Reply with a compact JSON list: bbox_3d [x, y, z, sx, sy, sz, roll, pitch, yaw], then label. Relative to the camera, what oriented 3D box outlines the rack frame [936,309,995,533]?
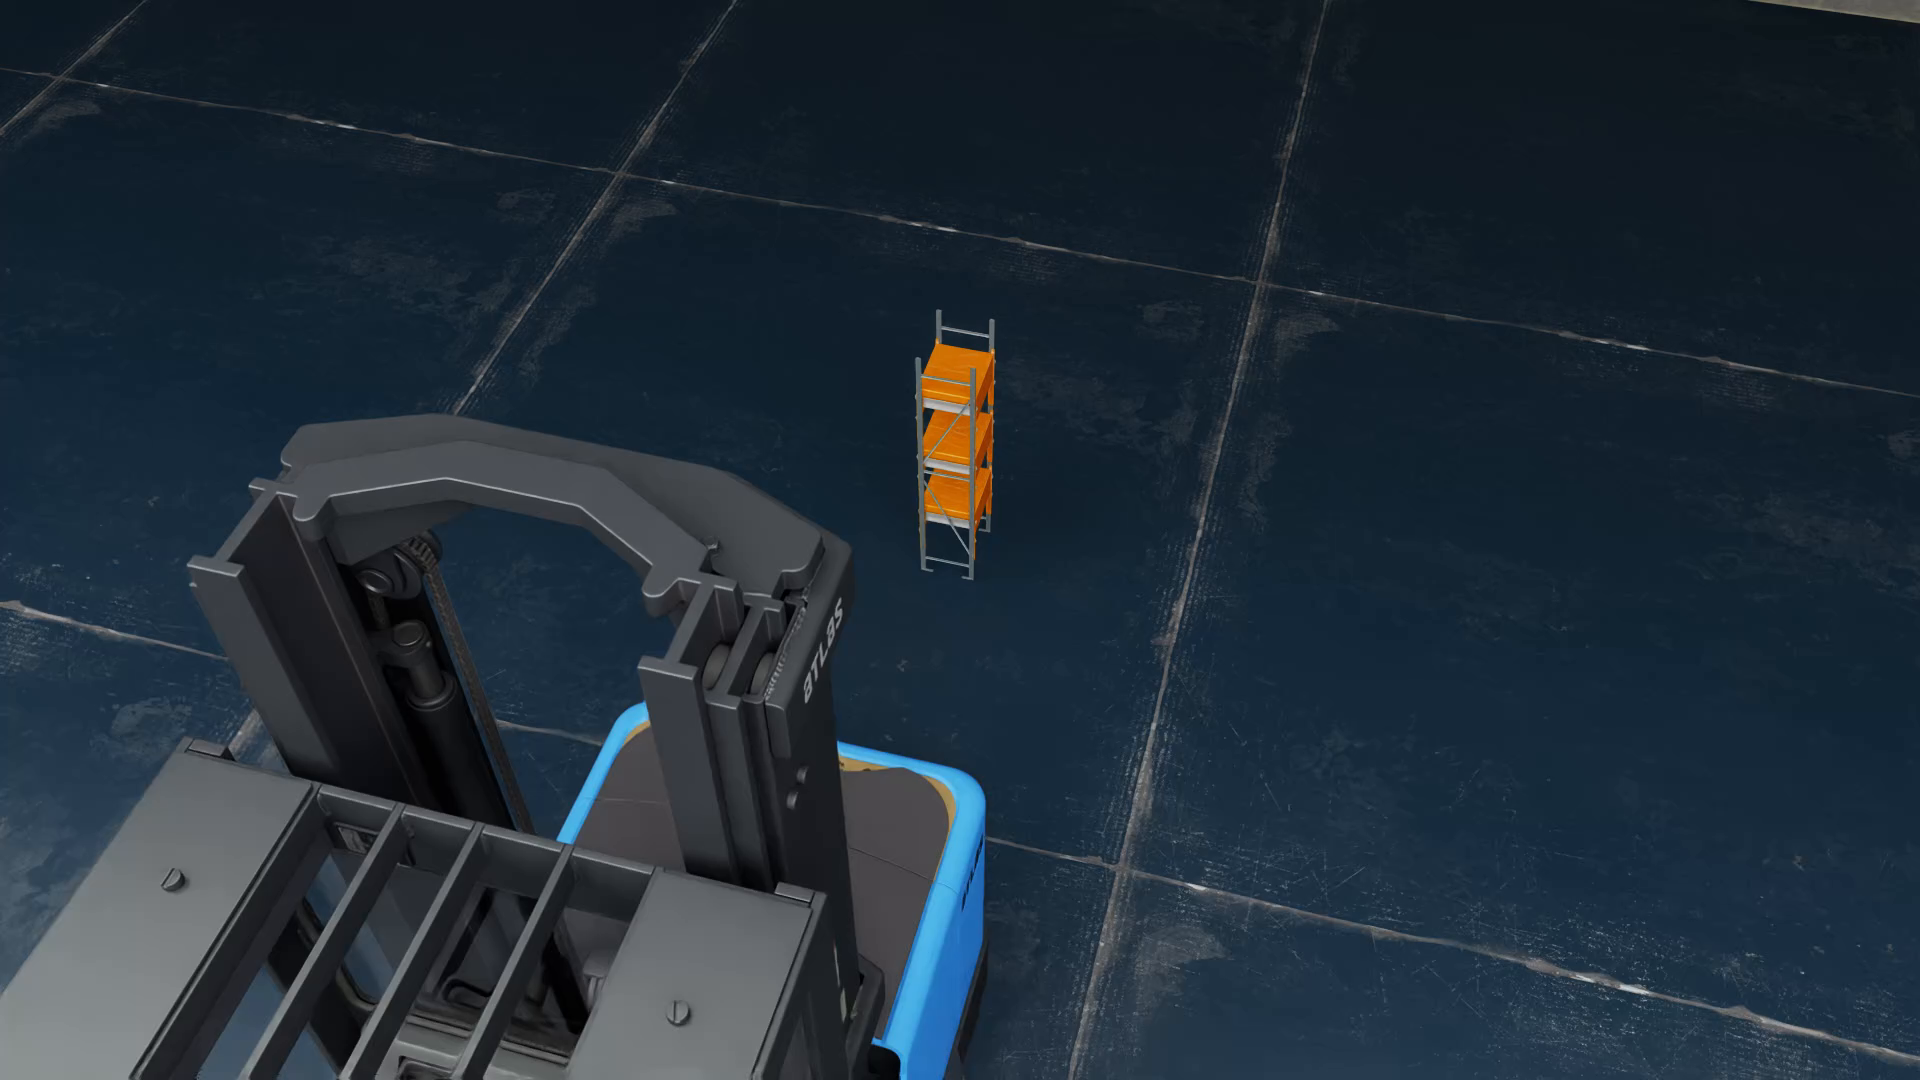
[{"bbox_3d":[0.018,-0.397,5.900,0.200,1.050,0.008,12,50,10],"label":"rack frame"}]

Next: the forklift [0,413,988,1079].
[{"bbox_3d":[-0.799,1.319,3.131,1.130,2.935,3.031,12,50,10],"label":"forklift"}]

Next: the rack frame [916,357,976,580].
[{"bbox_3d":[-0.046,-0.220,5.744,0.200,1.050,0.008,12,50,10],"label":"rack frame"}]

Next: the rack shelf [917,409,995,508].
[{"bbox_3d":[-0.014,-0.302,5.830,0.215,0.259,0.240,12,50,10],"label":"rack shelf"}]

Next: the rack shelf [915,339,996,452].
[{"bbox_3d":[-0.014,-0.489,5.617,0.215,0.259,0.240,12,50,10],"label":"rack shelf"}]

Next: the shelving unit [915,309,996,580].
[{"bbox_3d":[-0.014,-0.309,5.822,0.215,1.050,0.252,12,50,10],"label":"shelving unit"}]

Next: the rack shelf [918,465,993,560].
[{"bbox_3d":[-0.014,-0.118,6.039,0.215,0.259,0.240,12,50,10],"label":"rack shelf"}]
